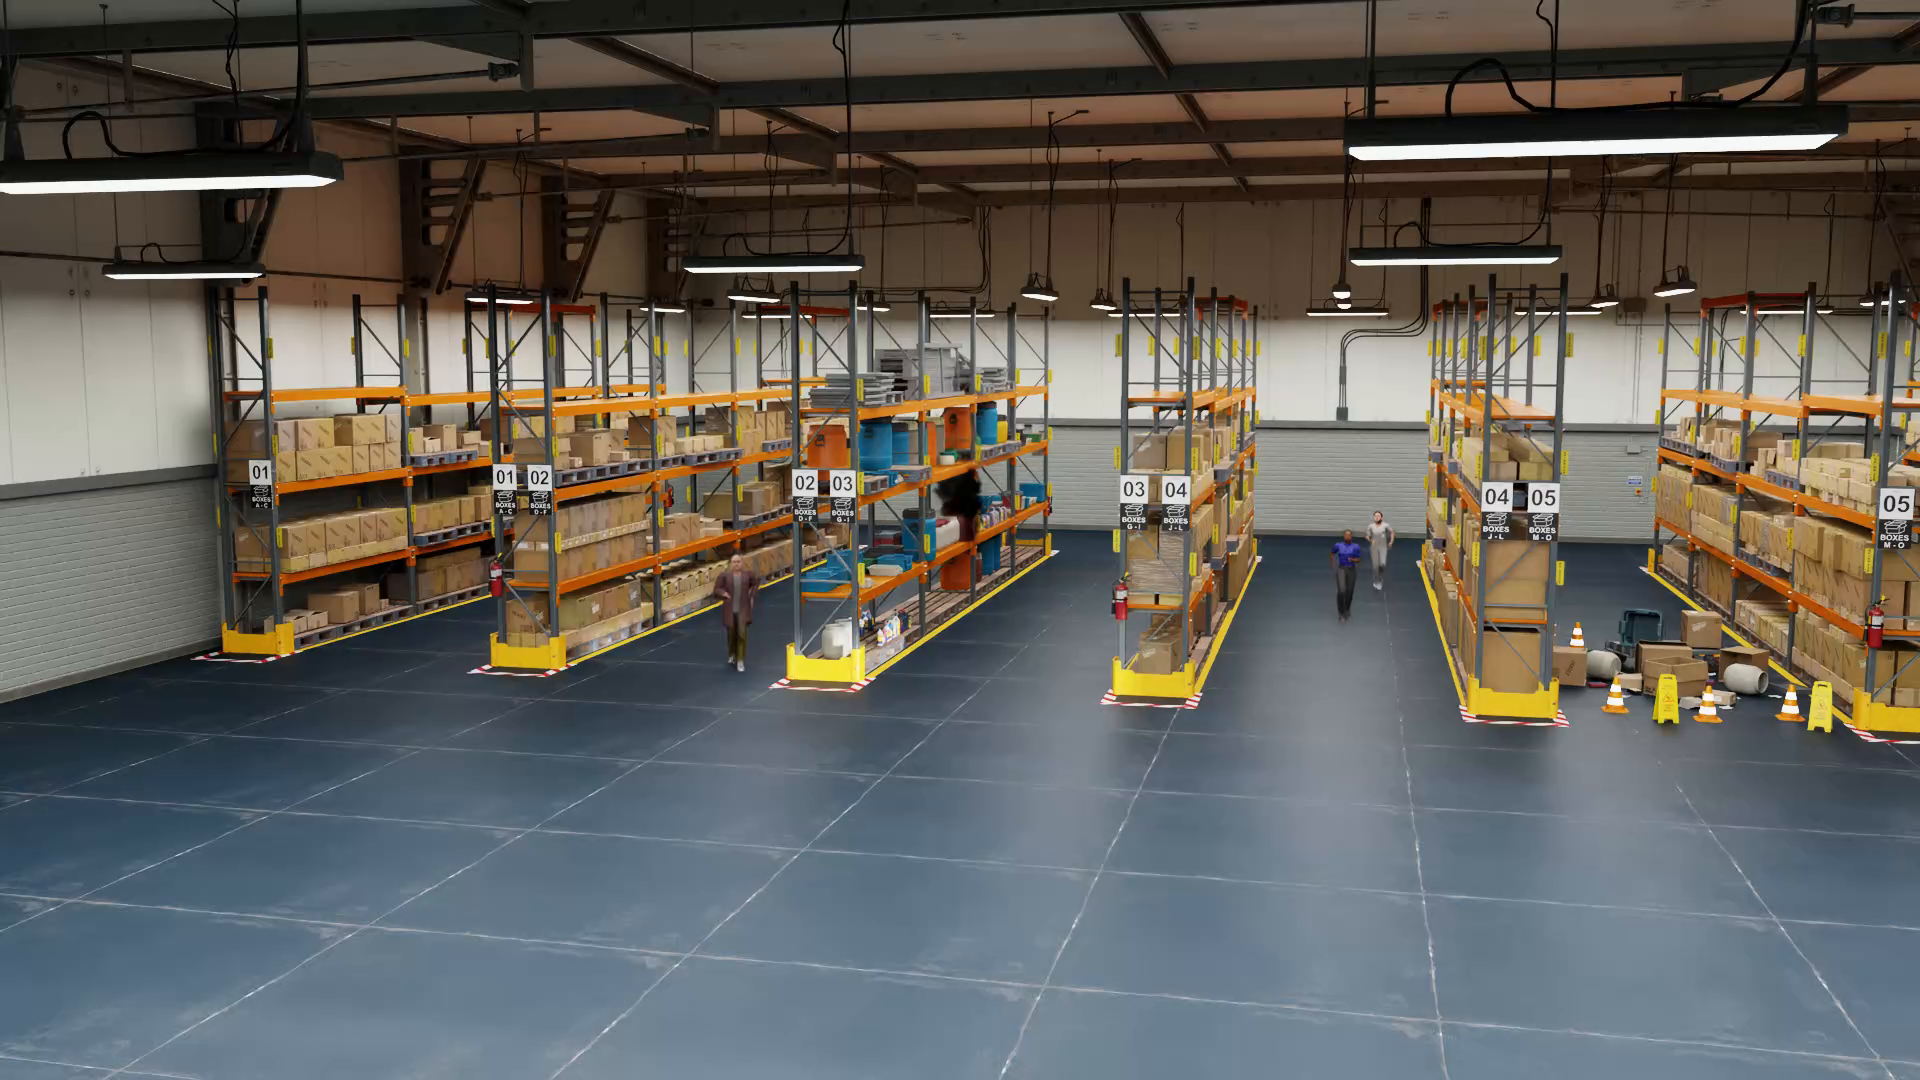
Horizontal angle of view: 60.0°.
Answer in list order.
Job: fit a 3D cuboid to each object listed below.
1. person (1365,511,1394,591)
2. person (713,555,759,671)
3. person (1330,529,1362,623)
[{"bbox_3d":[8.721,0.220,34.599,0.574,1.649,0.668,2,7,17],"label":"person"},{"bbox_3d":[-3.513,1.148,26.073,0.700,1.854,0.818,0,7,-4],"label":"person"},{"bbox_3d":[7.139,0.655,30.757,0.545,1.720,0.768,1,7,4],"label":"person"}]
